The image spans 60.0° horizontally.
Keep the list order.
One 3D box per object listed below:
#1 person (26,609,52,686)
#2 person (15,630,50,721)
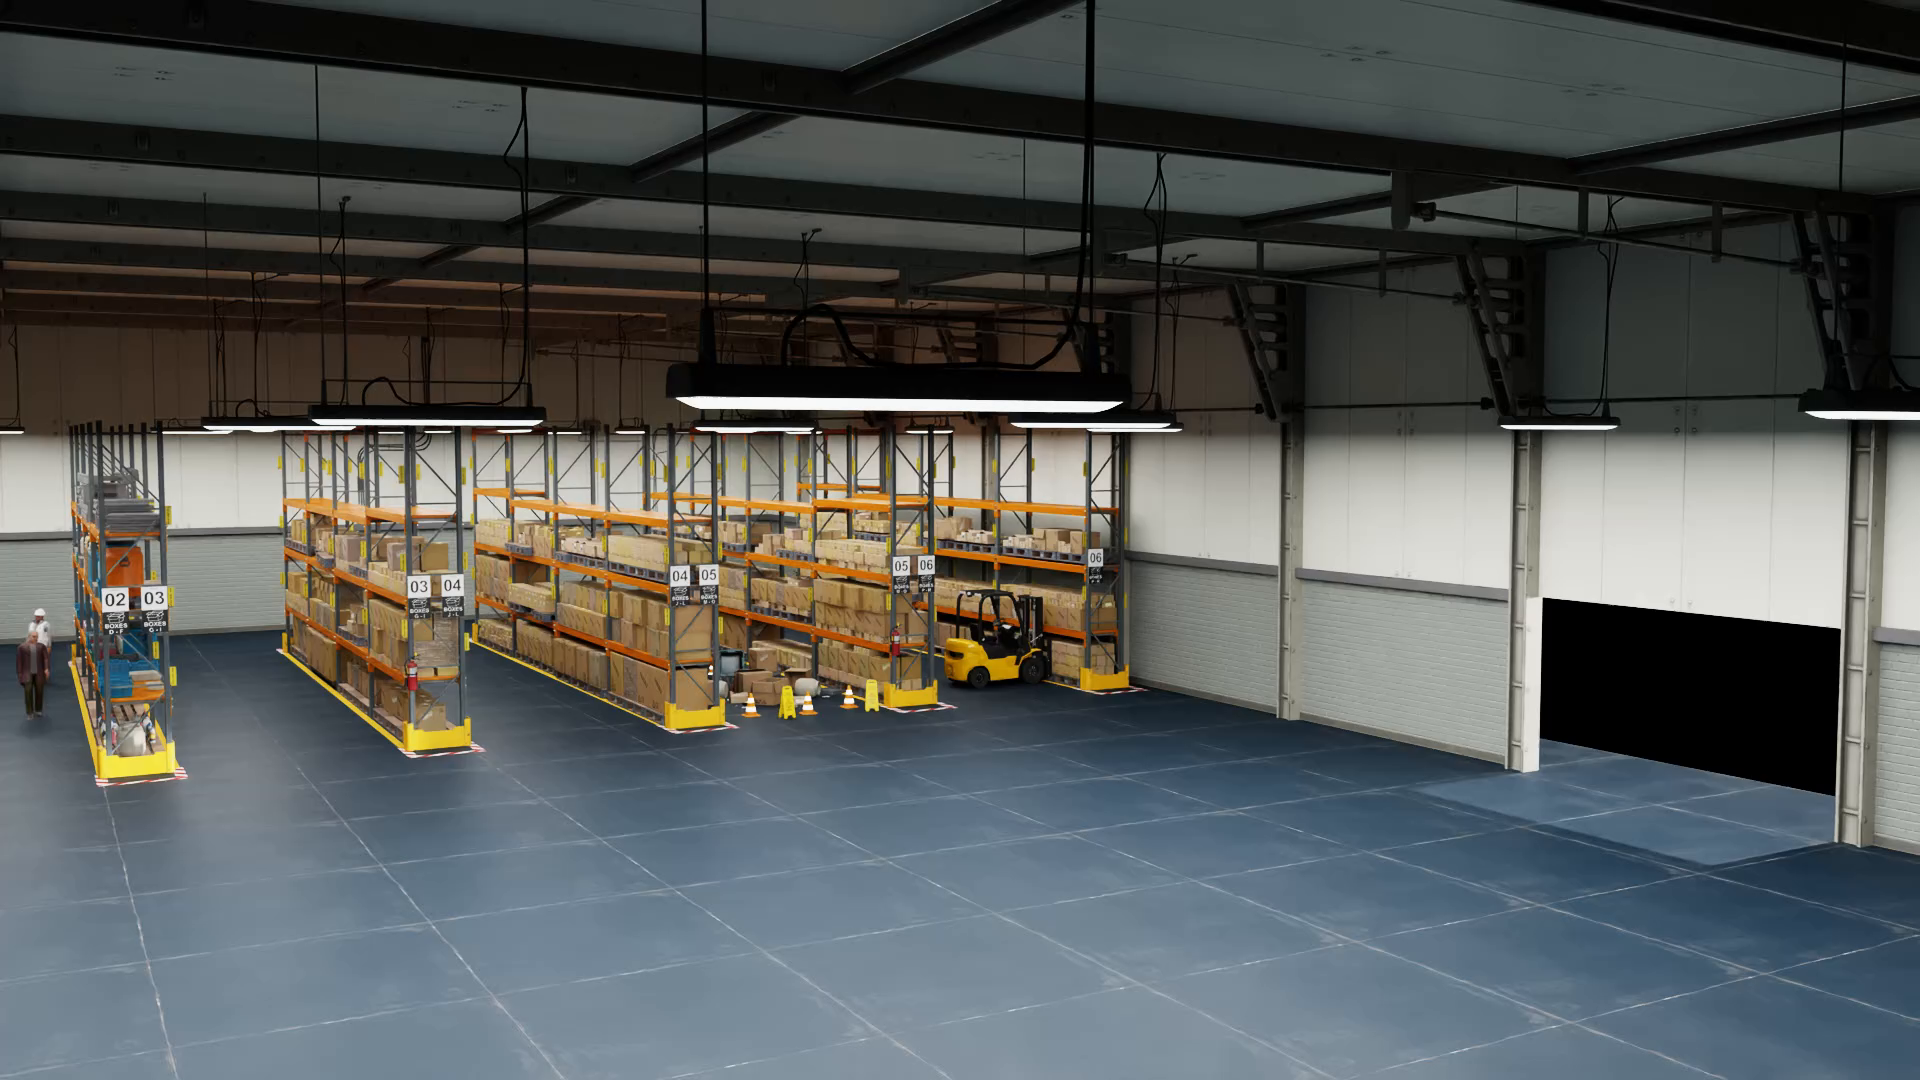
[{"bbox_3d":[-21.335,2.465,38.484,0.554,1.756,0.782,0,4,8],"label":"person"},{"bbox_3d":[-18.888,2.760,33.942,0.593,1.807,0.732,-3,5,-40],"label":"person"}]
